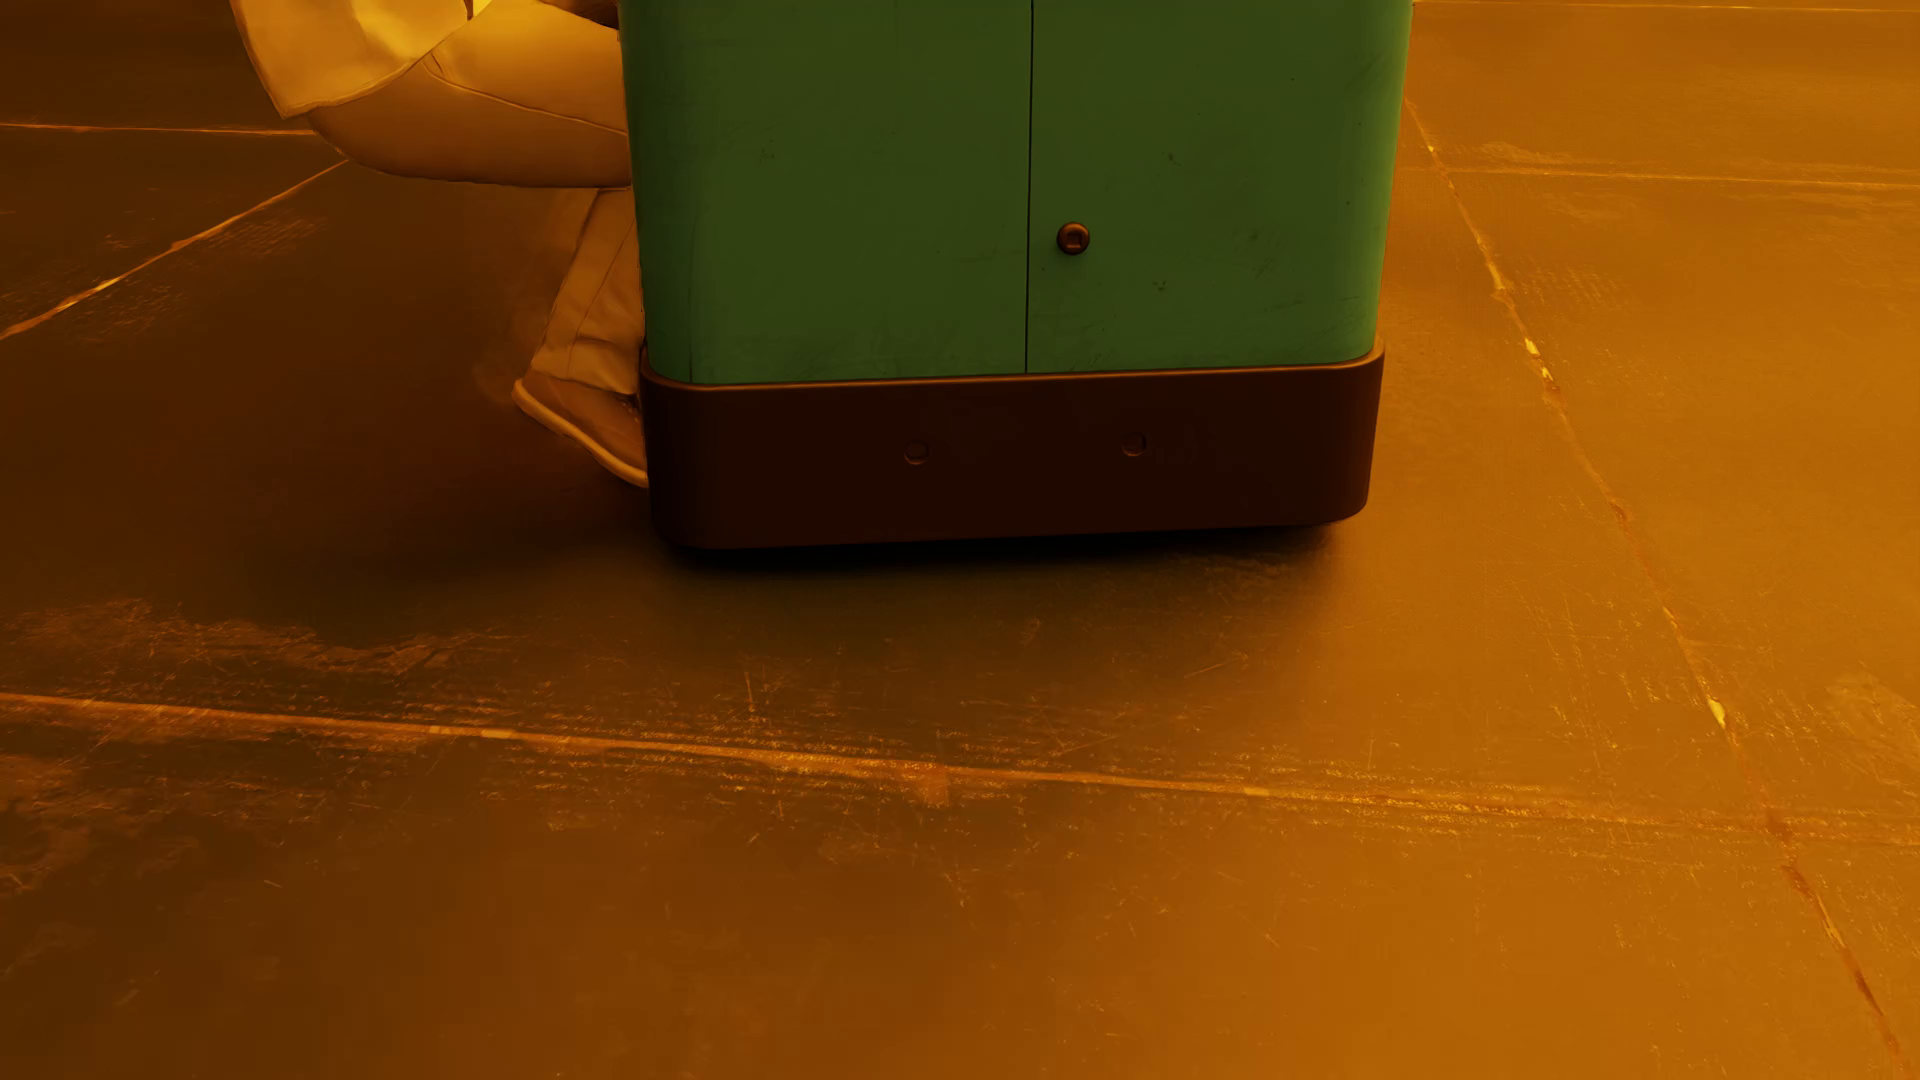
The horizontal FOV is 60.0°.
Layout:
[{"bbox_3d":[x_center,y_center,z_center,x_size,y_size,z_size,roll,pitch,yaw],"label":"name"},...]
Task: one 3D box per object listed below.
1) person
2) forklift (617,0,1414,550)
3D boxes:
[{"bbox_3d":[-49569.690,-2946.821,5906.877,83686.870,2.616,54765.698,-12,29,-23],"label":"person"},{"bbox_3d":[-0.053,-1.924,3.073,1.130,2.935,3.031,-2,27,-5],"label":"forklift"}]
